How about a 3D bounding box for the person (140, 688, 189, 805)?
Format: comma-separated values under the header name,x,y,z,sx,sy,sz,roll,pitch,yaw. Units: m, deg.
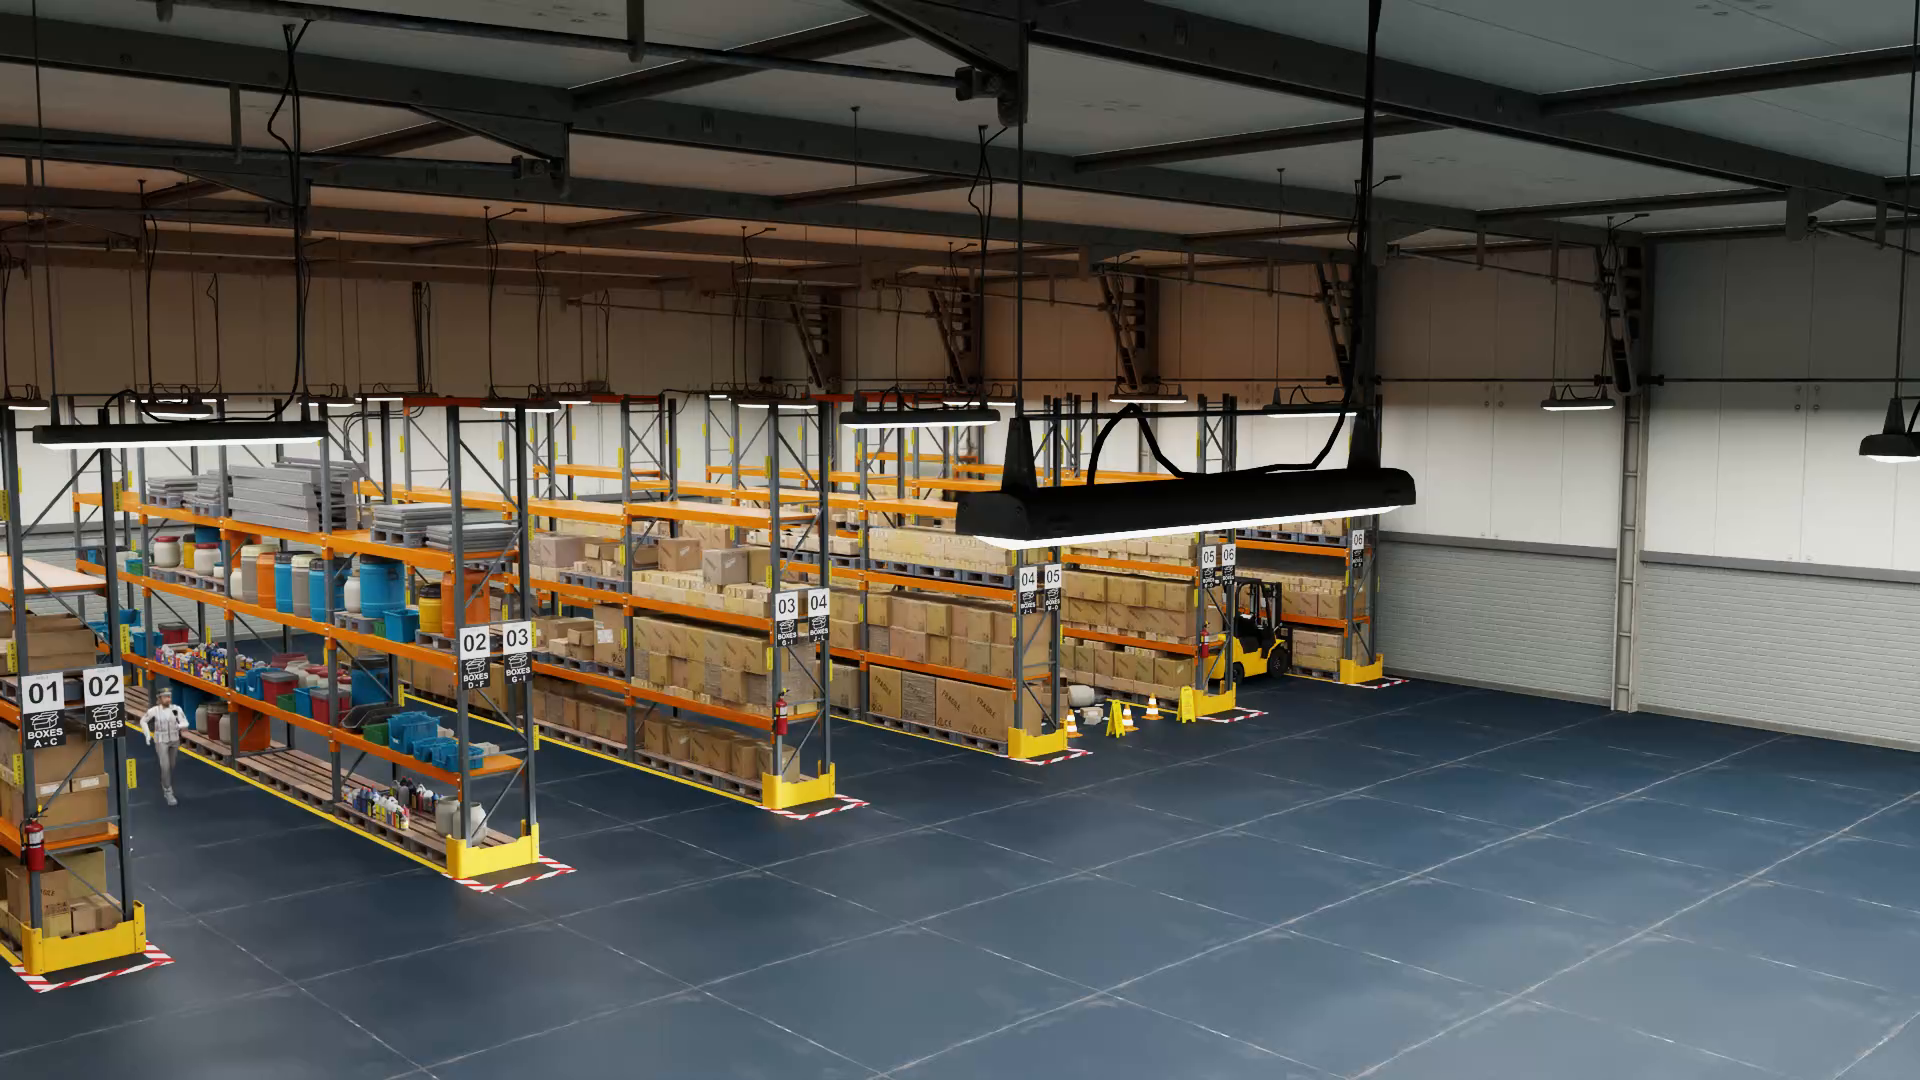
name,x,y,z,sx,sy,sz,roll,pitch,yaw
person,-11.909,3.053,24.971,0.599,1.702,0.878,-5,8,-44
